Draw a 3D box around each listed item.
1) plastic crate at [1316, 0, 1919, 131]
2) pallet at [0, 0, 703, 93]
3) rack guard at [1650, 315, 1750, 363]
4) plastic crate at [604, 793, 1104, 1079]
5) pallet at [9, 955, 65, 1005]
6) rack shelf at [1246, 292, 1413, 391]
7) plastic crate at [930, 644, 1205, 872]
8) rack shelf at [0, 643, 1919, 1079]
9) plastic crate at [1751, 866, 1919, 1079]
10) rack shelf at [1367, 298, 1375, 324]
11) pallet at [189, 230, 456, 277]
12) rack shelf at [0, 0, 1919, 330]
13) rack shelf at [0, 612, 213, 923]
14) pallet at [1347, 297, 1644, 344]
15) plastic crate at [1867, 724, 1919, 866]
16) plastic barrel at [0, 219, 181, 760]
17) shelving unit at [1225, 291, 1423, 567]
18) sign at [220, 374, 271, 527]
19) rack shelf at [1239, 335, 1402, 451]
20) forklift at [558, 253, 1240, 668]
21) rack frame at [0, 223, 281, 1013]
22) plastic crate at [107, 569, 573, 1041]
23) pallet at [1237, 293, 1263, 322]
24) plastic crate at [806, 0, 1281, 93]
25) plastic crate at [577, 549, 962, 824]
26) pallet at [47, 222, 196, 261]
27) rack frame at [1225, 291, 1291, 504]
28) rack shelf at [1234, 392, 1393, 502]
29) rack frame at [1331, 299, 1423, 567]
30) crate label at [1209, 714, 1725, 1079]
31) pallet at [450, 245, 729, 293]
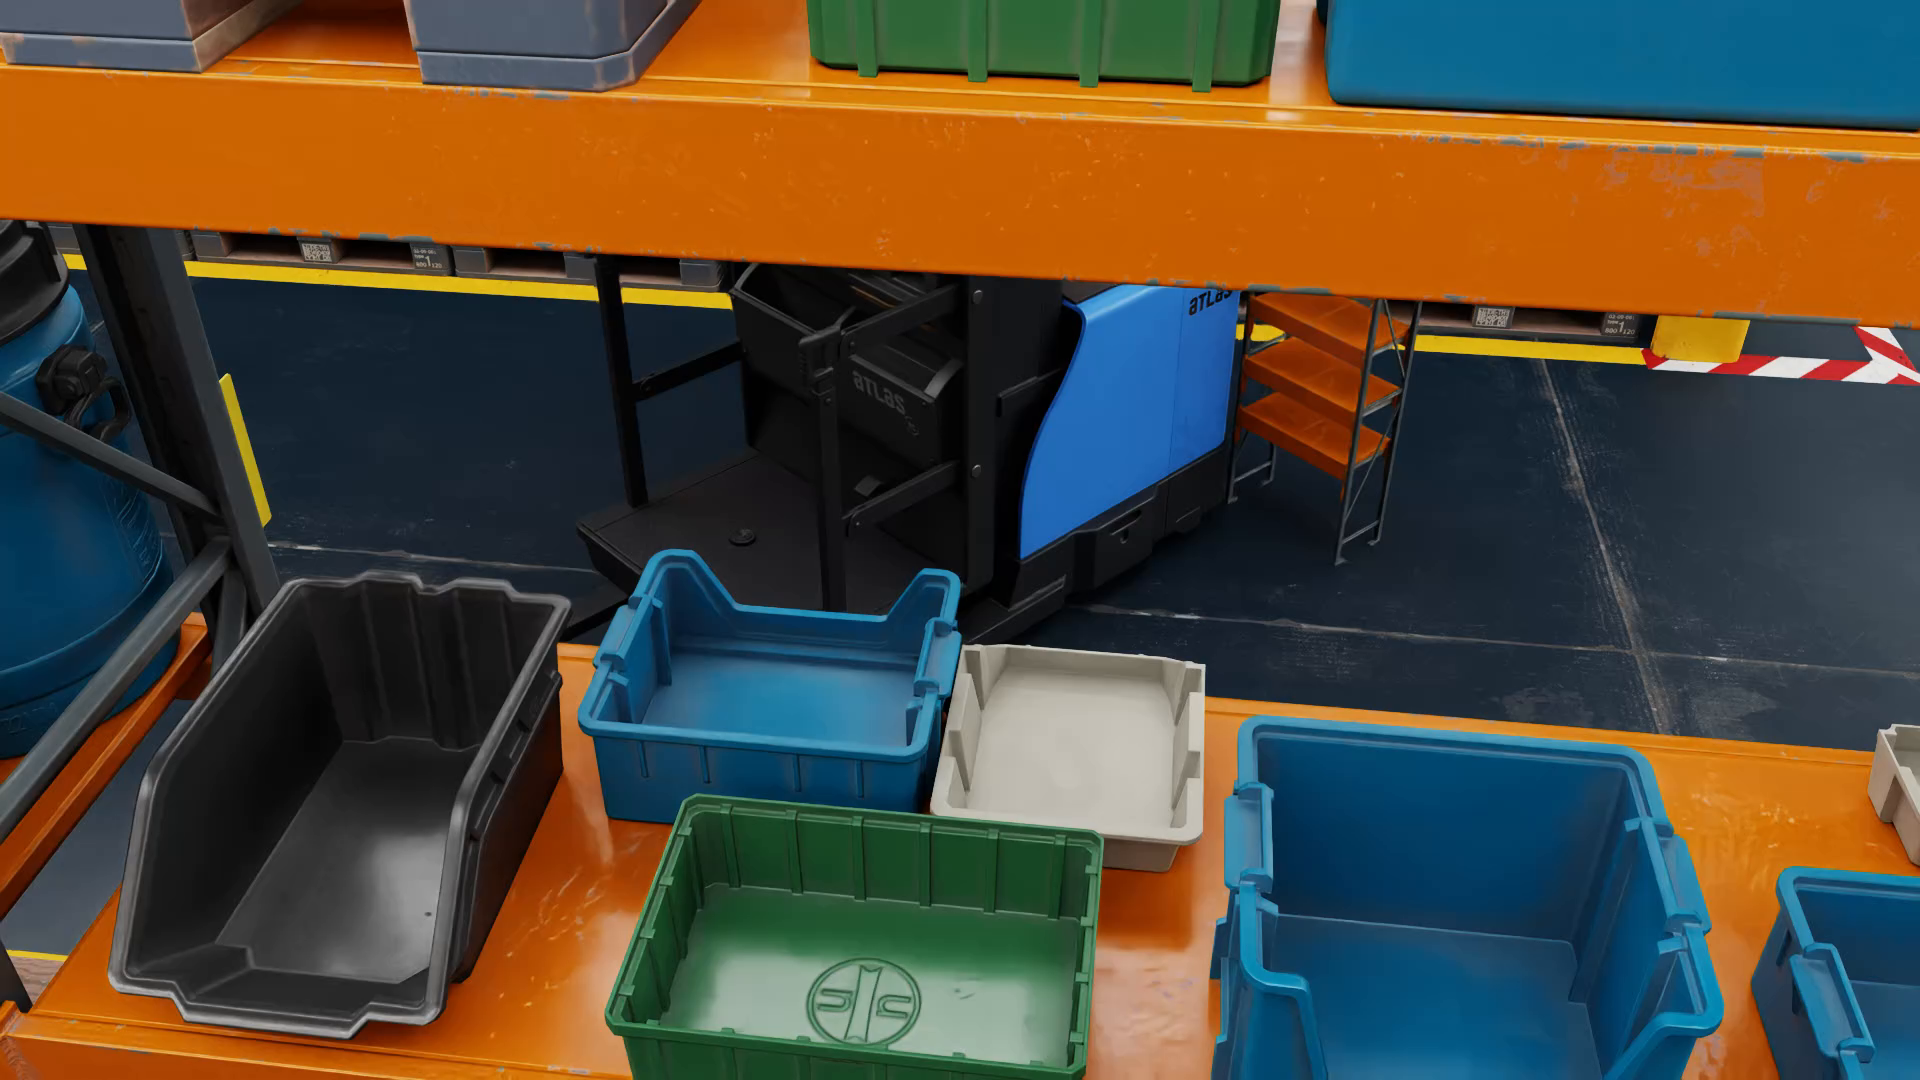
[{"bbox_3d":[0.593,-0.606,1.449,0.575,0.384,0.392,4,36,6],"label":"plastic crate"},{"bbox_3d":[-0.716,-0.867,1.963,1.003,0.211,1.213,4,36,6],"label":"pallet"},{"bbox_3d":[3.079,-1.266,7.093,0.348,0.500,1.175,4,36,6],"label":"rack guard"},{"bbox_3d":[-0.134,0.629,2.468,0.662,0.188,0.450,4,36,6],"label":"plastic crate"},{"bbox_3d":[-2.228,1.379,3.636,1.213,0.211,1.003,4,36,6],"label":"pallet"},{"bbox_3d":[1.199,-0.682,5.404,0.258,0.148,0.480,-26,43,-31],"label":"rack shelf"},{"bbox_3d":[0.199,0.362,2.888,0.437,0.136,0.530,4,36,6],"label":"plastic crate"},{"bbox_3d":[0.539,0.721,2.777,4.000,0.370,1.077,4,36,6],"label":"rack shelf"},{"bbox_3d":[1.345,0.721,2.286,0.408,0.251,0.499,4,36,6],"label":"plastic crate"},{"bbox_3d":[1.199,-0.875,5.267,0.258,0.148,0.480,-26,43,-31],"label":"rack shelf"},{"bbox_3d":[-2.799,-1.584,7.788,1.213,0.211,1.003,4,36,6],"label":"pallet"},{"bbox_3d":[0.539,-0.500,1.906,4.000,0.370,1.077,4,36,6],"label":"rack shelf"},{"bbox_3d":[-3.428,0.425,3.192,4.000,0.370,1.077,4,36,6],"label":"rack shelf"},{"bbox_3d":[2.277,-1.229,7.290,1.213,0.211,1.003,4,36,6],"label":"pallet"},{"bbox_3d":[1.677,0.432,2.790,0.250,0.136,0.298,4,36,6],"label":"plastic crate"},{"bbox_3d":[-1.789,-0.127,2.914,0.708,0.901,0.600,4,36,6],"label":"plastic barrel"},{"bbox_3d":[1.199,-0.555,5.495,0.258,1.200,0.503,-26,43,-31],"label":"shelving unit"},{"bbox_3d":[-1.363,-0.149,3.138,0.005,0.325,0.100,4,36,6],"label":"sign"},{"bbox_3d":[1.199,-0.500,5.534,0.258,0.148,0.480,-26,43,-31],"label":"rack shelf"},{"bbox_3d":[-0.495,-0.914,4.508,3.031,2.935,1.130,-29,44,-34],"label":"forklift"},{"bbox_3d":[-1.444,0.280,2.775,0.127,3.000,1.000,4,36,6],"label":"rack frame"},{"bbox_3d":[-0.941,0.417,2.637,0.504,0.338,0.767,4,36,6],"label":"plastic crate"},{"bbox_3d":[1.071,-1.321,7.419,1.213,0.211,1.003,4,36,6],"label":"pallet"},{"bbox_3d":[0.086,-0.581,1.582,0.450,0.188,0.336,4,36,6],"label":"plastic crate"},{"bbox_3d":[-0.312,0.266,2.923,0.616,0.251,0.499,4,36,6],"label":"plastic crate"},{"bbox_3d":[-4.006,-1.676,7.917,1.213,0.211,1.003,4,36,6],"label":"pallet"},{"bbox_3d":[1.043,-0.664,5.648,0.240,1.200,0.015,-26,43,-31],"label":"rack frame"},{"bbox_3d":[1.199,-0.339,5.649,0.258,0.148,0.480,-26,43,-31],"label":"rack shelf"},{"bbox_3d":[1.354,-0.446,5.342,0.240,1.200,0.015,-26,43,-31],"label":"rack frame"},{"bbox_3d":[0.663,0.581,2.323,0.616,0.435,0.502,4,36,6],"label":"crate label"},{"bbox_3d":[-1.586,-1.496,7.664,1.213,0.211,1.003,4,36,6],"label":"pallet"}]
